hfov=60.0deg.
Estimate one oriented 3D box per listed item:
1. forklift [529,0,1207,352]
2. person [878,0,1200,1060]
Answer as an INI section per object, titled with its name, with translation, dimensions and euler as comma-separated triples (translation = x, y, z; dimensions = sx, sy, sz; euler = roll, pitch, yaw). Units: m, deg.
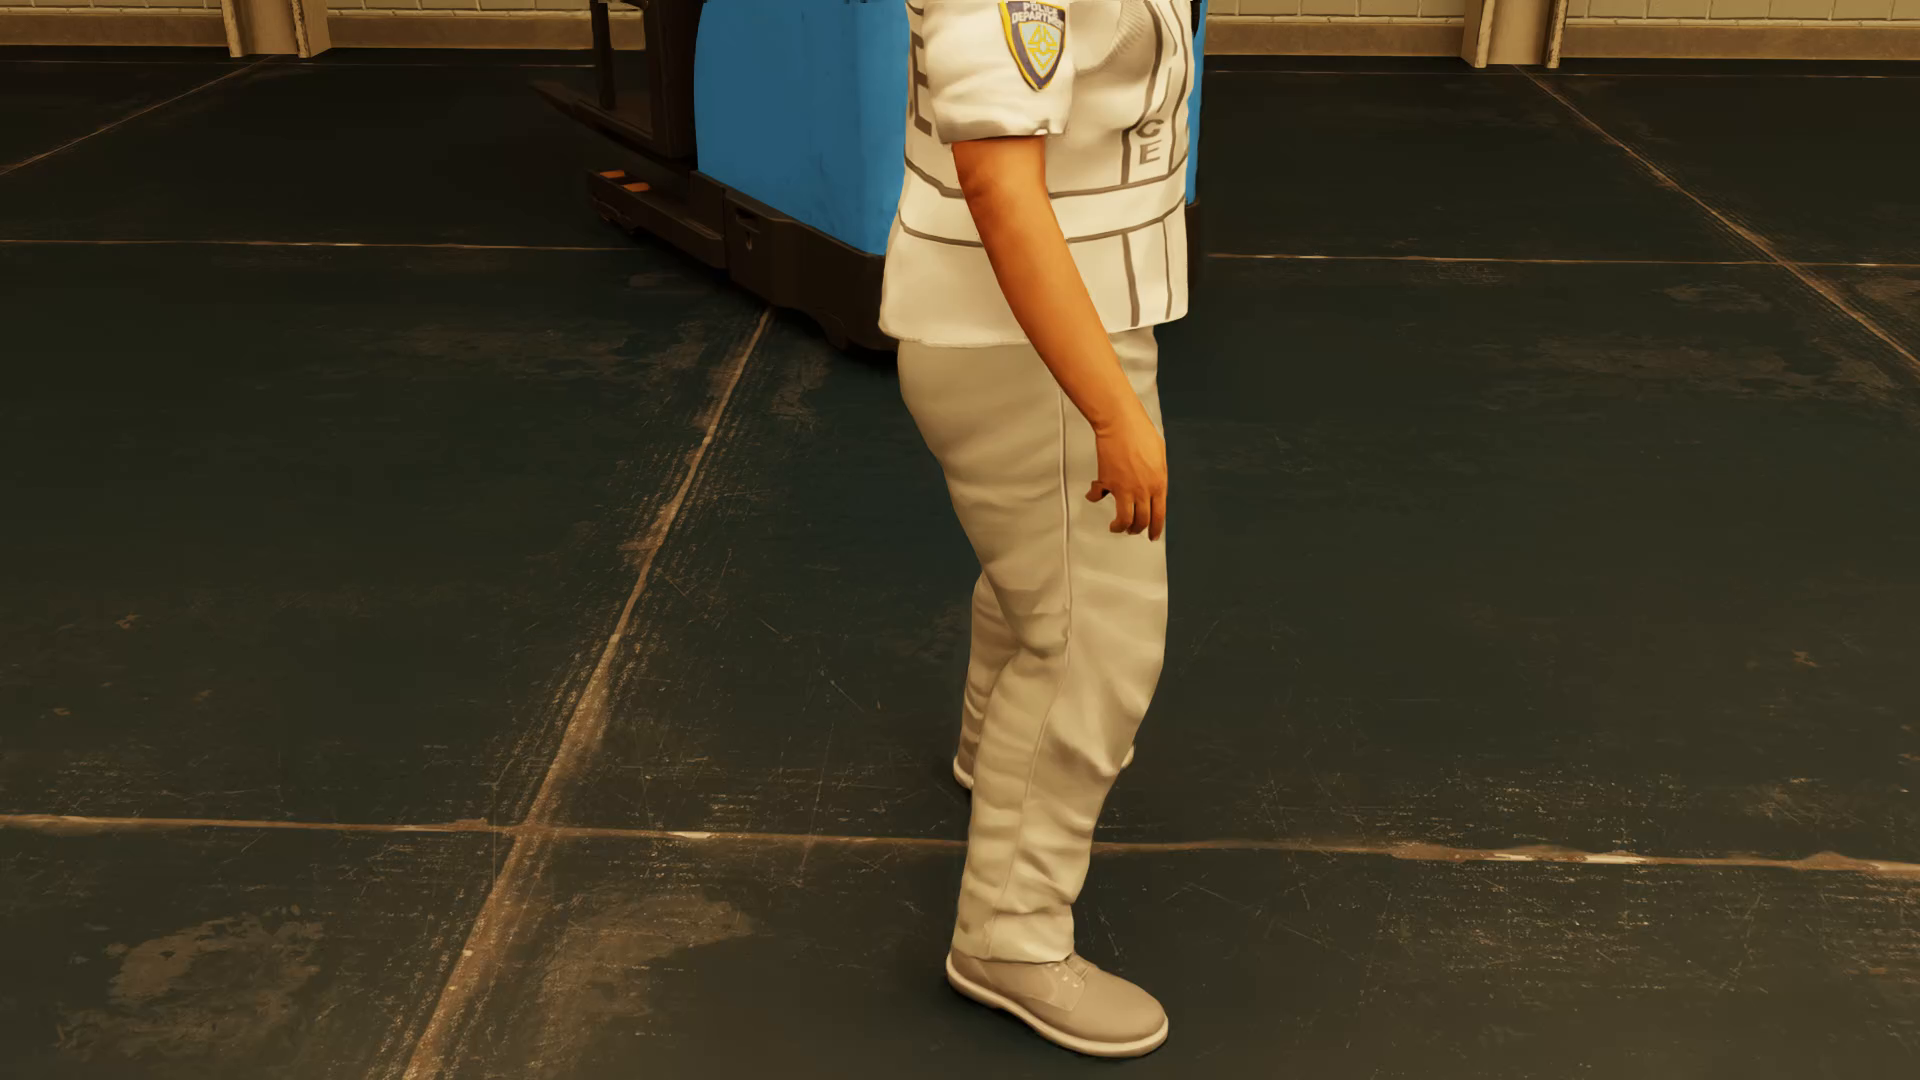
[forklift]
translation = -0.563, -2.386, 4.856
dimensions = 1.130, 2.935, 3.031
euler = -16, 30, -29
[person]
translation = 0.112, -0.247, 1.993
dimensions = 0.418, 1.648, 0.752
euler = 1, 26, 2
